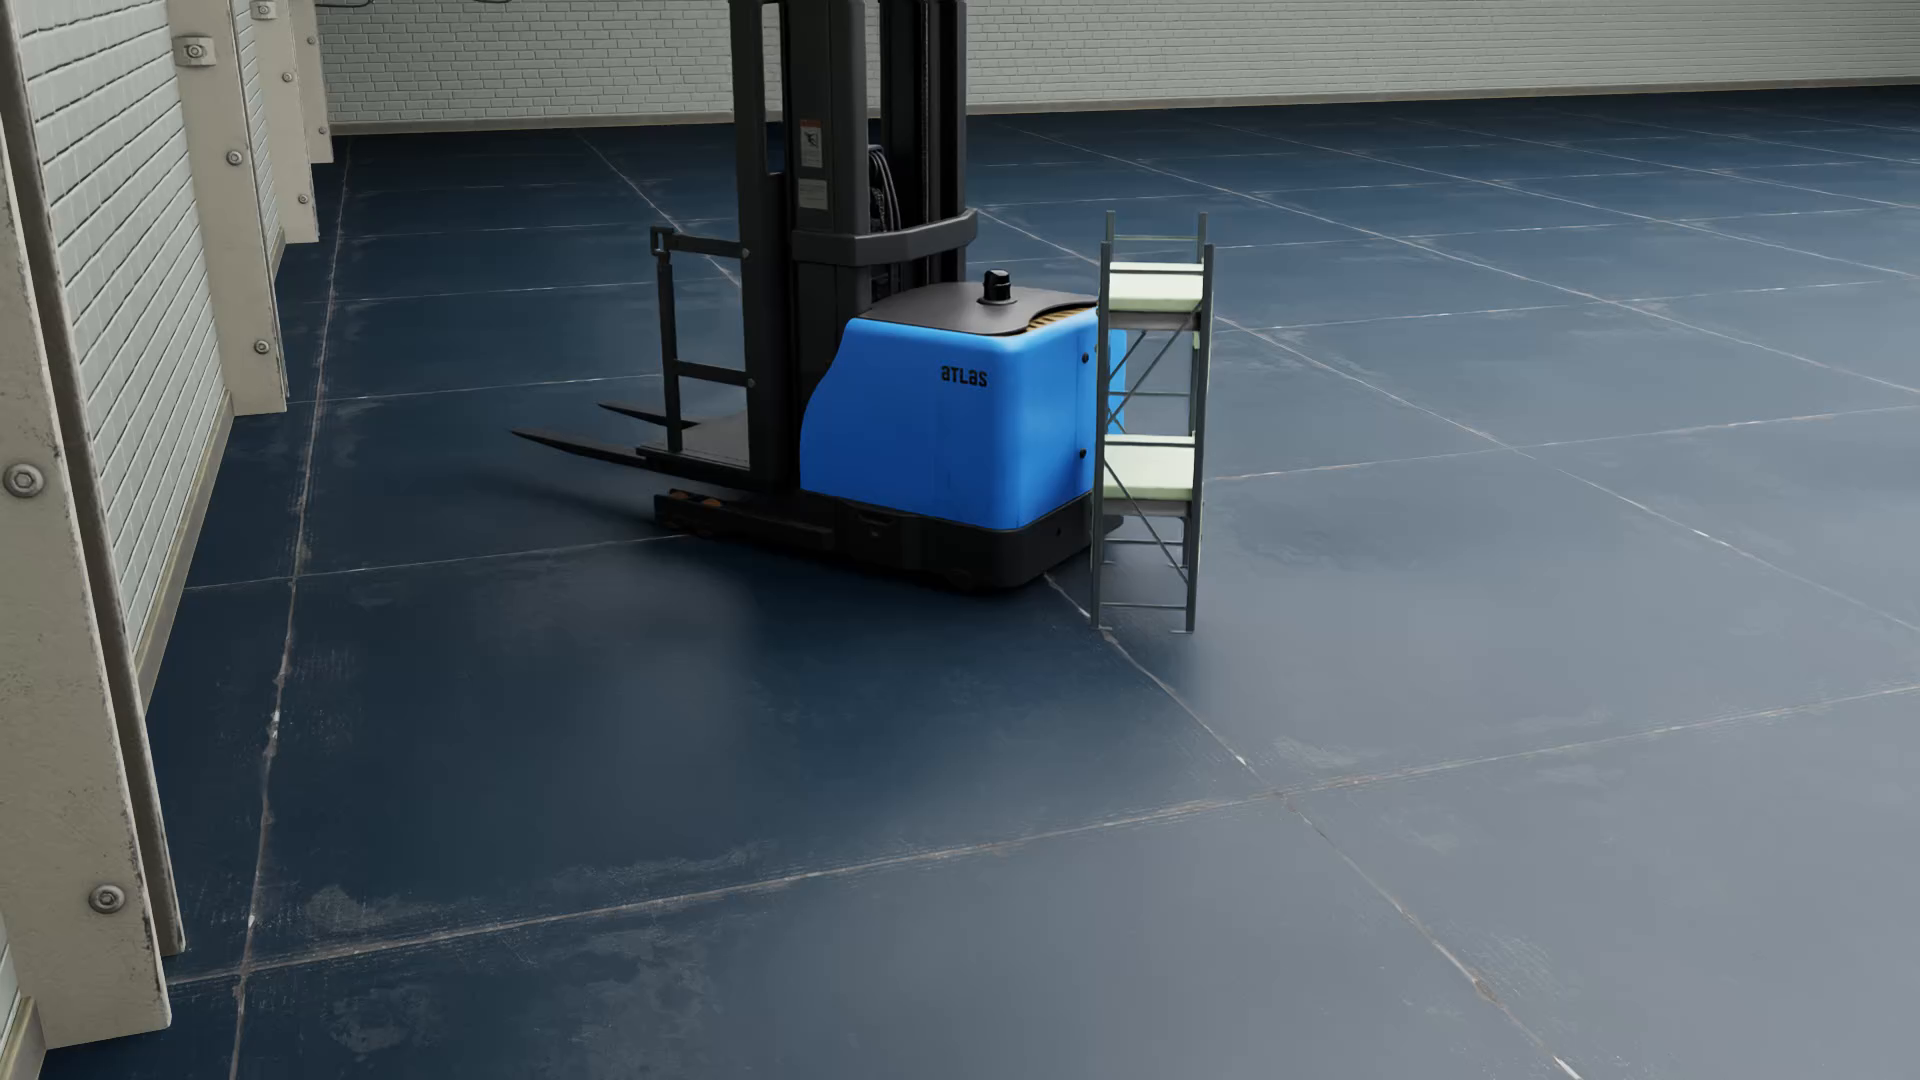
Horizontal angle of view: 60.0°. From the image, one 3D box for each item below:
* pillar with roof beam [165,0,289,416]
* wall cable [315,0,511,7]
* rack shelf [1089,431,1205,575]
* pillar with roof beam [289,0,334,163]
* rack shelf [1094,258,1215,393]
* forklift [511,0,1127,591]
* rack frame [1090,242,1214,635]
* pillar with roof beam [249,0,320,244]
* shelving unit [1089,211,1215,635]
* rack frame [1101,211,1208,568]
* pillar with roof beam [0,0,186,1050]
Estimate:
[{"bbox_3d":[0.051,-5.468,9.327,9.100,9.000,0.400,-6,21,-17],"label":"pillar with roof beam"},{"bbox_3d":[-7.478,-8.486,22.323,3.097,2.526,0.112,-6,21,-17],"label":"wall cable"},{"bbox_3d":[0.743,-0.167,6.628,0.431,0.370,0.720,2,20,6],"label":"rack shelf"},{"bbox_3d":[-3.721,-9.319,20.048,9.100,9.000,0.400,-6,21,-17],"label":"pillar with roof beam"},{"bbox_3d":[0.743,-0.841,6.386,0.431,0.370,0.720,2,20,6],"label":"rack shelf"},{"bbox_3d":[-0.786,-1.532,7.346,3.031,2.935,1.130,12,23,31],"label":"forklift"},{"bbox_3d":[0.704,-0.351,6.175,0.400,1.500,0.023,2,20,6],"label":"rack frame"},{"bbox_3d":[-1.835,-7.393,14.688,9.100,9.000,0.400,-6,21,-17],"label":"pillar with roof beam"},{"bbox_3d":[0.743,-0.474,6.518,0.431,1.500,0.755,2,20,6],"label":"shelving unit"},{"bbox_3d":[0.782,-0.597,6.860,0.400,1.500,0.023,2,20,6],"label":"rack frame"},{"bbox_3d":[1.937,-3.542,3.966,9.100,9.000,0.400,-6,21,-17],"label":"pillar with roof beam"}]
